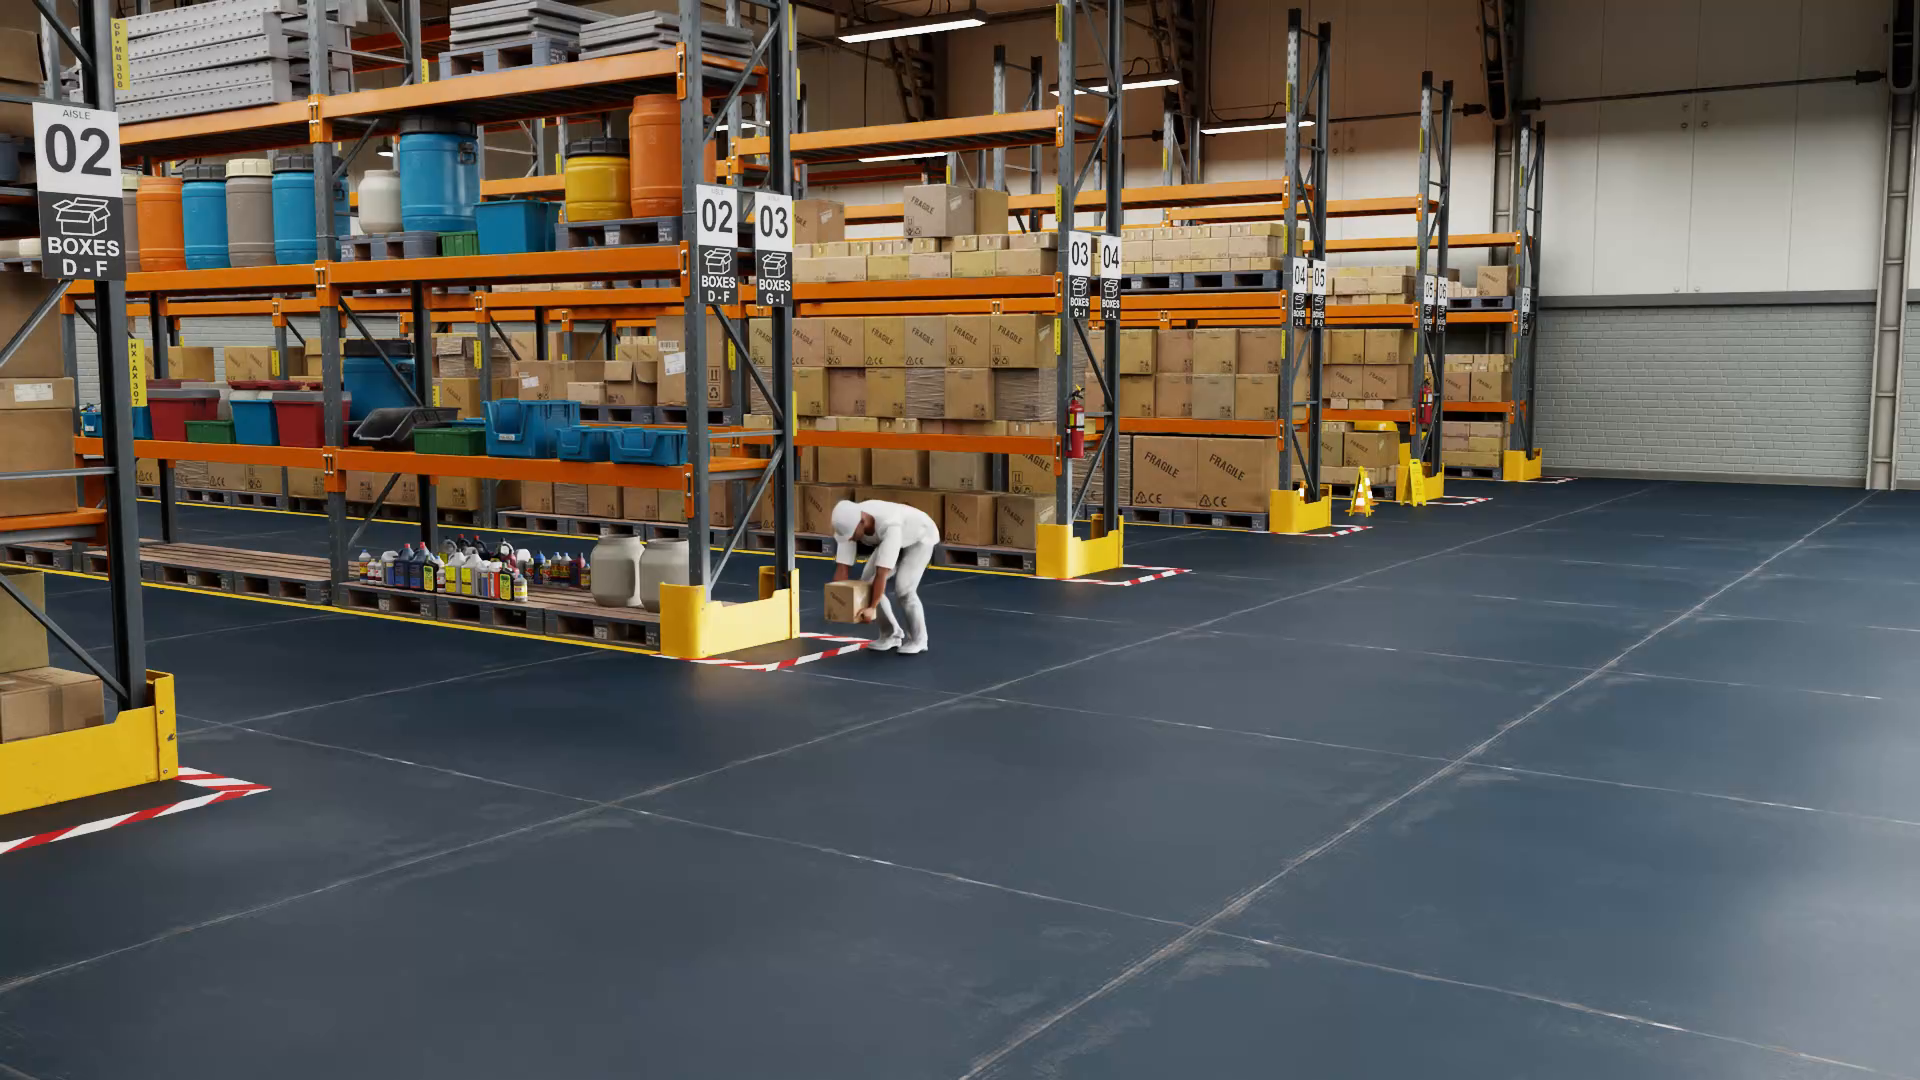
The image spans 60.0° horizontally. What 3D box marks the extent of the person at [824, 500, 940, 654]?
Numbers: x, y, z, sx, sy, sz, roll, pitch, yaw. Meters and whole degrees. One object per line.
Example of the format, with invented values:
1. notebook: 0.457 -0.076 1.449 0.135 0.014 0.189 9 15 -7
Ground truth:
1. person: -0.538 0.249 11.453 0.514 1.099 0.965 5 8 38
